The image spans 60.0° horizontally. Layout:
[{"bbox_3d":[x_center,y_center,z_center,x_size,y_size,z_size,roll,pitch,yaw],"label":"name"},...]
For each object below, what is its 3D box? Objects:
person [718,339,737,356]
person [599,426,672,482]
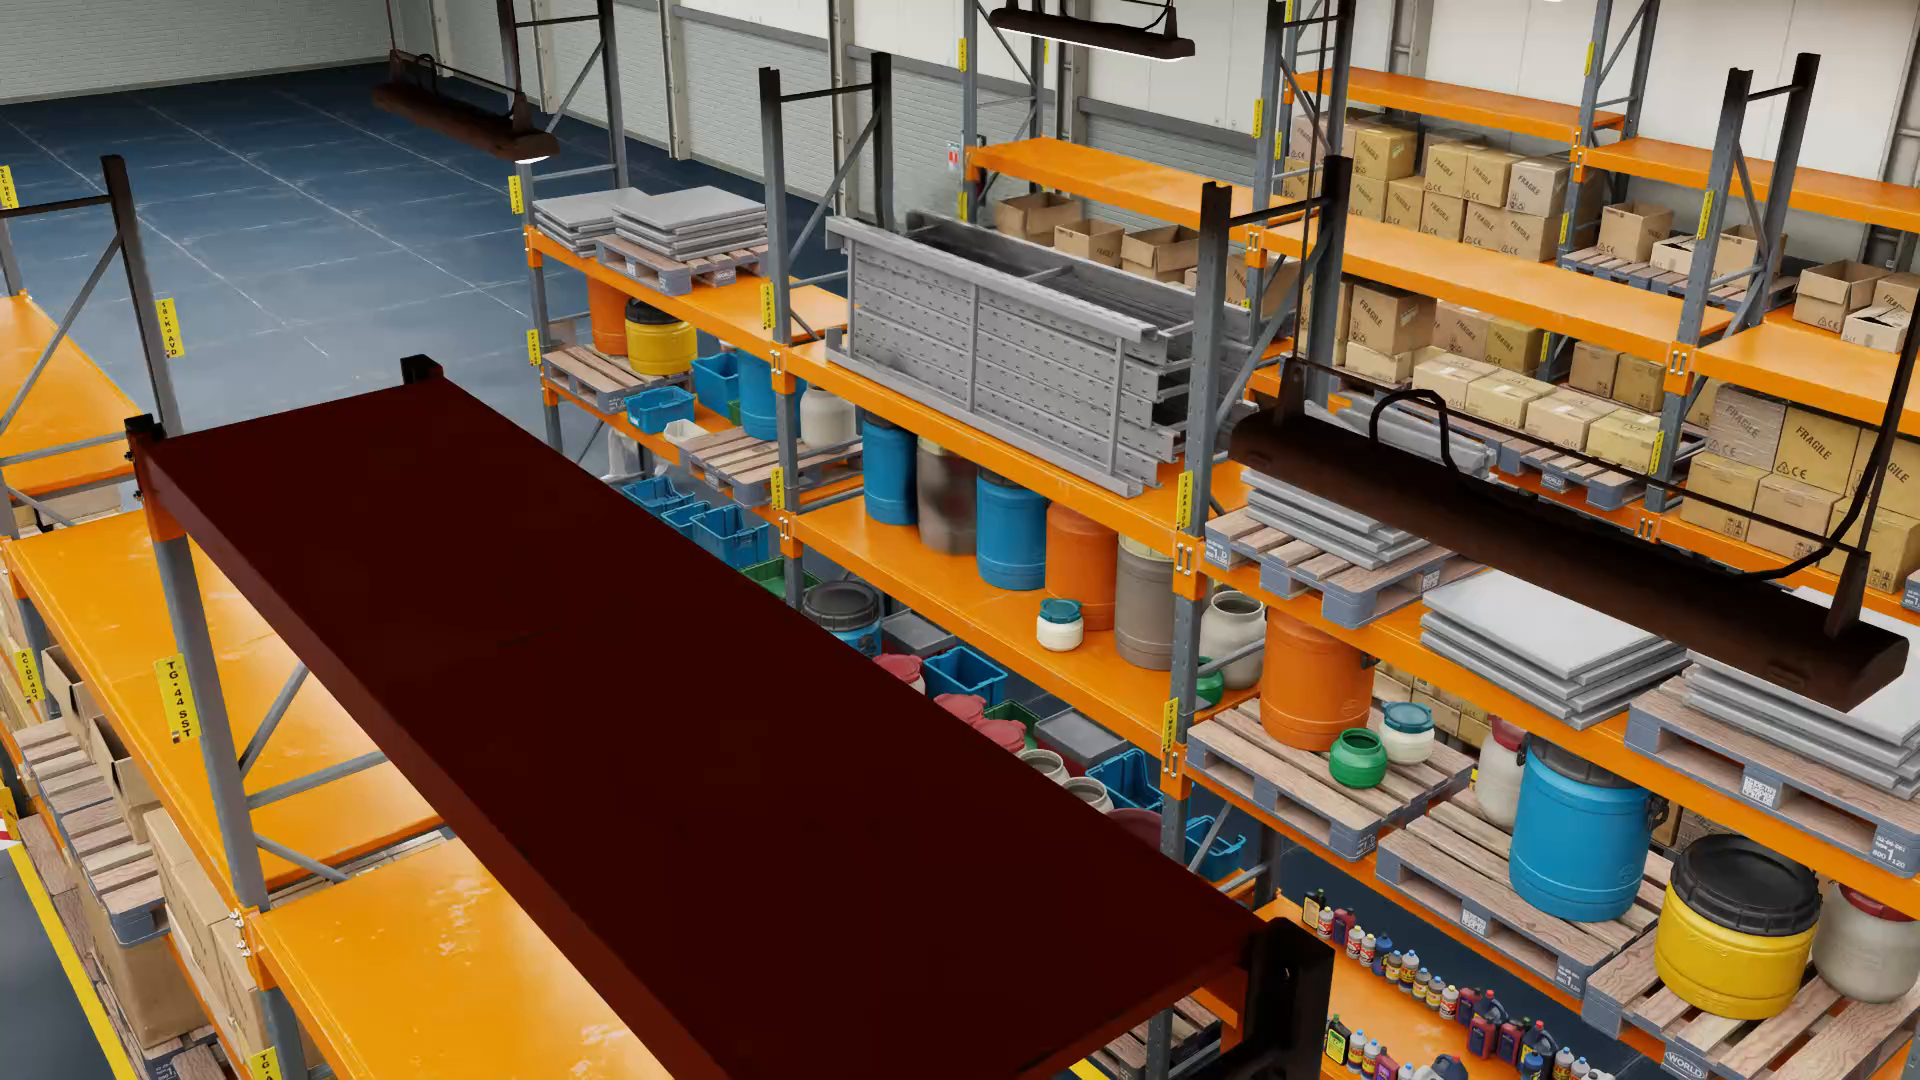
[{"bbox_3d":[-2.656,-1.585,19.552,0.594,1.729,0.681,-5,26,-10],"label":"person"},{"bbox_3d":[-3.824,-1.468,19.350,0.932,1.736,0.722,-4,26,-7],"label":"person"}]
